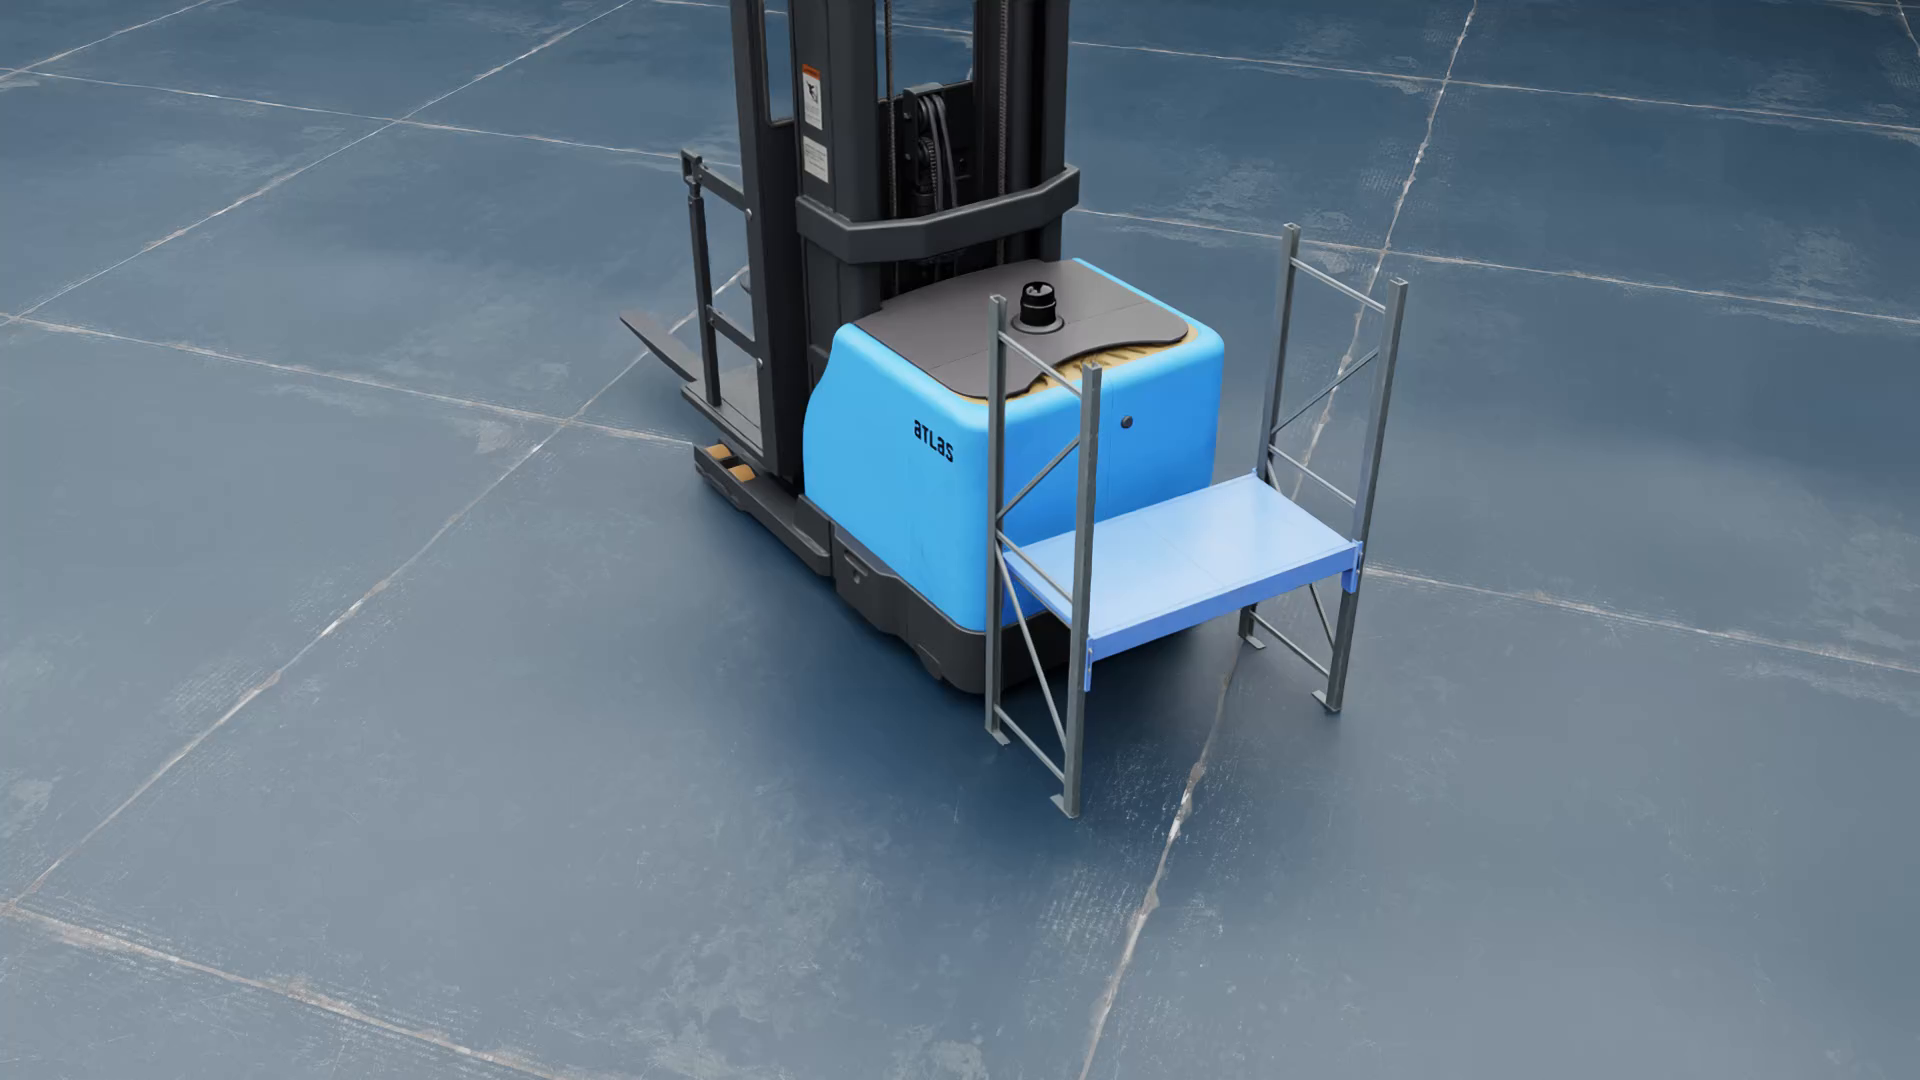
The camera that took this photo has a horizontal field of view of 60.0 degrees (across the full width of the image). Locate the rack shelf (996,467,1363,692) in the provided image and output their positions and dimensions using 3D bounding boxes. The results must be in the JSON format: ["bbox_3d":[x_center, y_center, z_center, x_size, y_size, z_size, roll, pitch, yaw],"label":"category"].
[{"bbox_3d":[0.658,0.097,5.048,1.000,0.185,0.538,-17,37,-25],"label":"rack shelf"}]

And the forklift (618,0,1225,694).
[{"bbox_3d":[-0.389,-1.489,5.854,1.130,2.935,3.031,-21,38,-29],"label":"forklift"}]

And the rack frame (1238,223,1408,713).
[{"bbox_3d":[1.098,-0.192,5.164,0.032,1.500,0.500,-17,37,-25],"label":"rack frame"}]

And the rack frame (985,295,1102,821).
[{"bbox_3d":[0.218,0.084,4.737,0.032,1.500,0.500,-17,37,-25],"label":"rack frame"}]

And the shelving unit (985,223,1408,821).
[{"bbox_3d":[0.658,-0.054,4.951,1.048,1.500,0.538,-17,37,-25],"label":"shelving unit"}]
